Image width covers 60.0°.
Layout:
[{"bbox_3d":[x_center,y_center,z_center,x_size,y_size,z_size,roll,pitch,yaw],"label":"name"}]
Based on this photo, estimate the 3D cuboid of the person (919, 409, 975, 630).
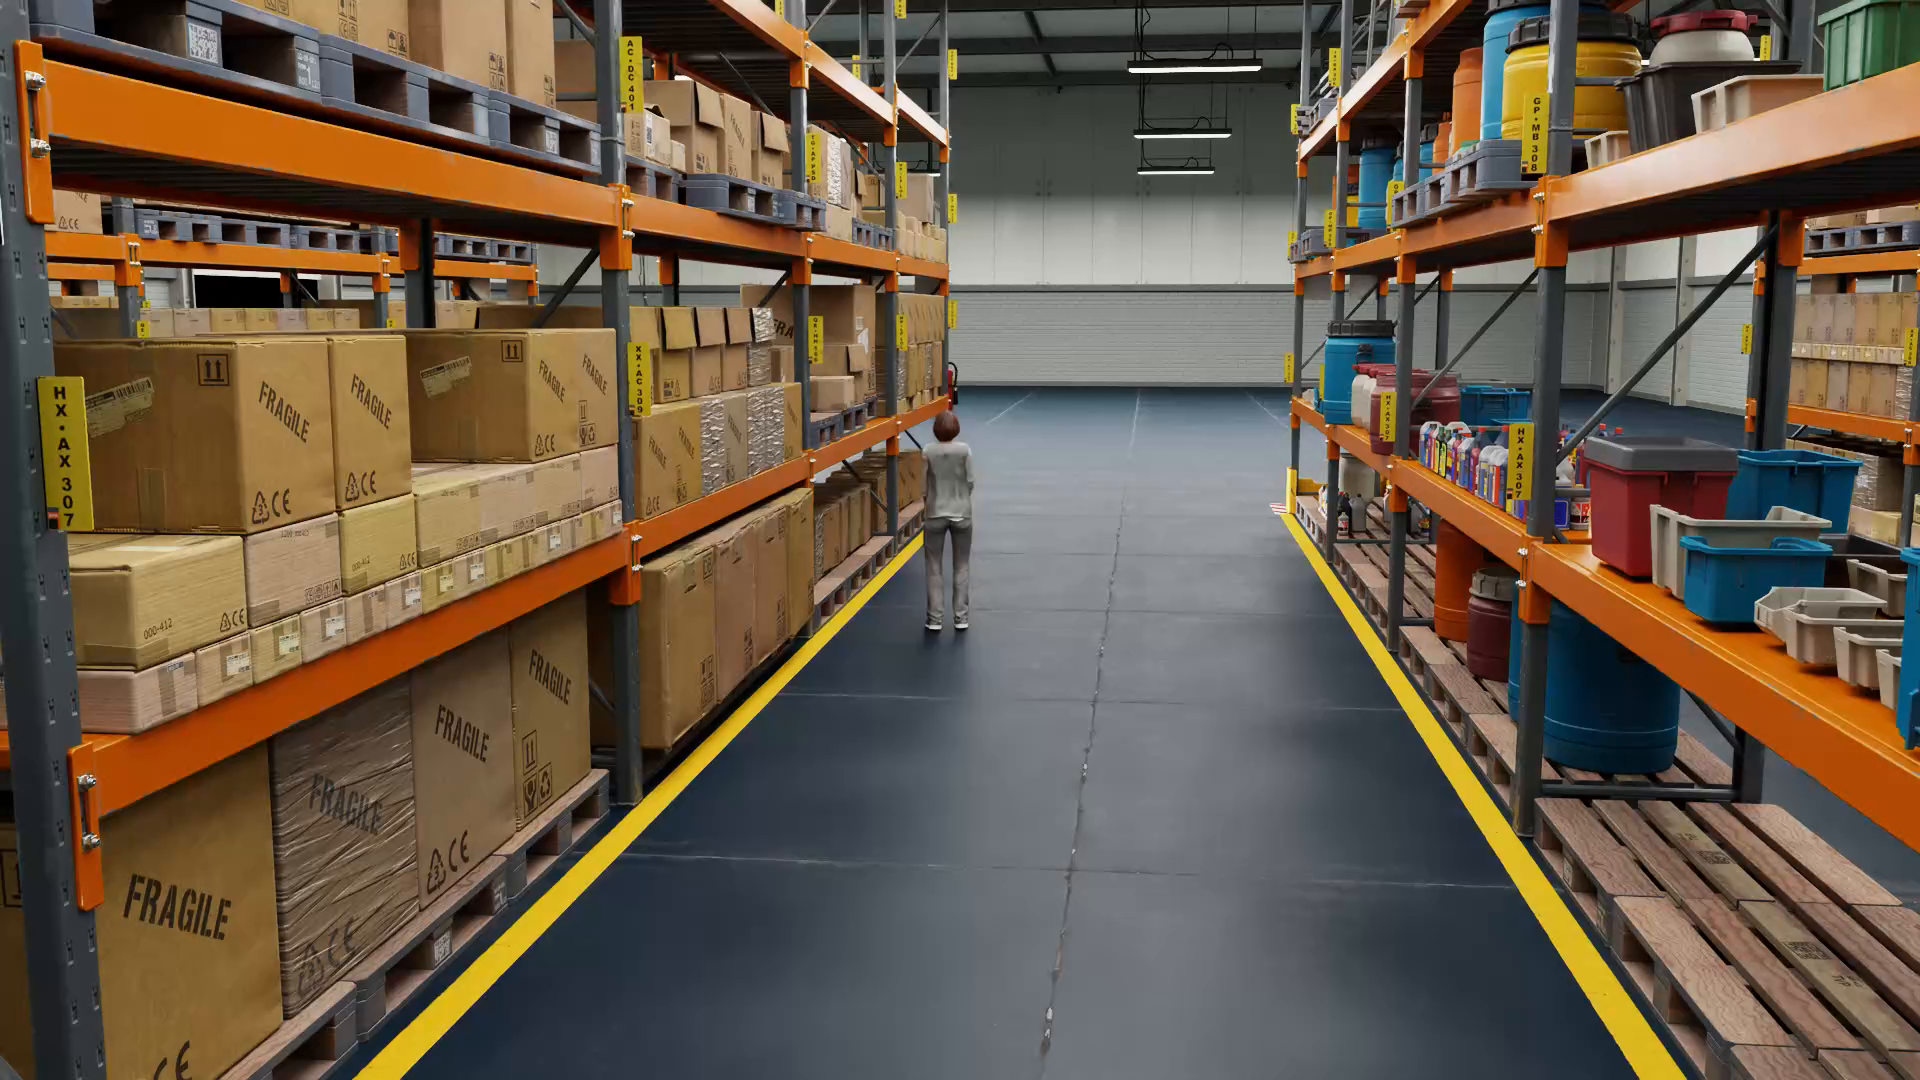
[{"bbox_3d":[-0.092,-0.155,11.991,0.405,1.592,0.488,0,8,-4],"label":"person"}]
